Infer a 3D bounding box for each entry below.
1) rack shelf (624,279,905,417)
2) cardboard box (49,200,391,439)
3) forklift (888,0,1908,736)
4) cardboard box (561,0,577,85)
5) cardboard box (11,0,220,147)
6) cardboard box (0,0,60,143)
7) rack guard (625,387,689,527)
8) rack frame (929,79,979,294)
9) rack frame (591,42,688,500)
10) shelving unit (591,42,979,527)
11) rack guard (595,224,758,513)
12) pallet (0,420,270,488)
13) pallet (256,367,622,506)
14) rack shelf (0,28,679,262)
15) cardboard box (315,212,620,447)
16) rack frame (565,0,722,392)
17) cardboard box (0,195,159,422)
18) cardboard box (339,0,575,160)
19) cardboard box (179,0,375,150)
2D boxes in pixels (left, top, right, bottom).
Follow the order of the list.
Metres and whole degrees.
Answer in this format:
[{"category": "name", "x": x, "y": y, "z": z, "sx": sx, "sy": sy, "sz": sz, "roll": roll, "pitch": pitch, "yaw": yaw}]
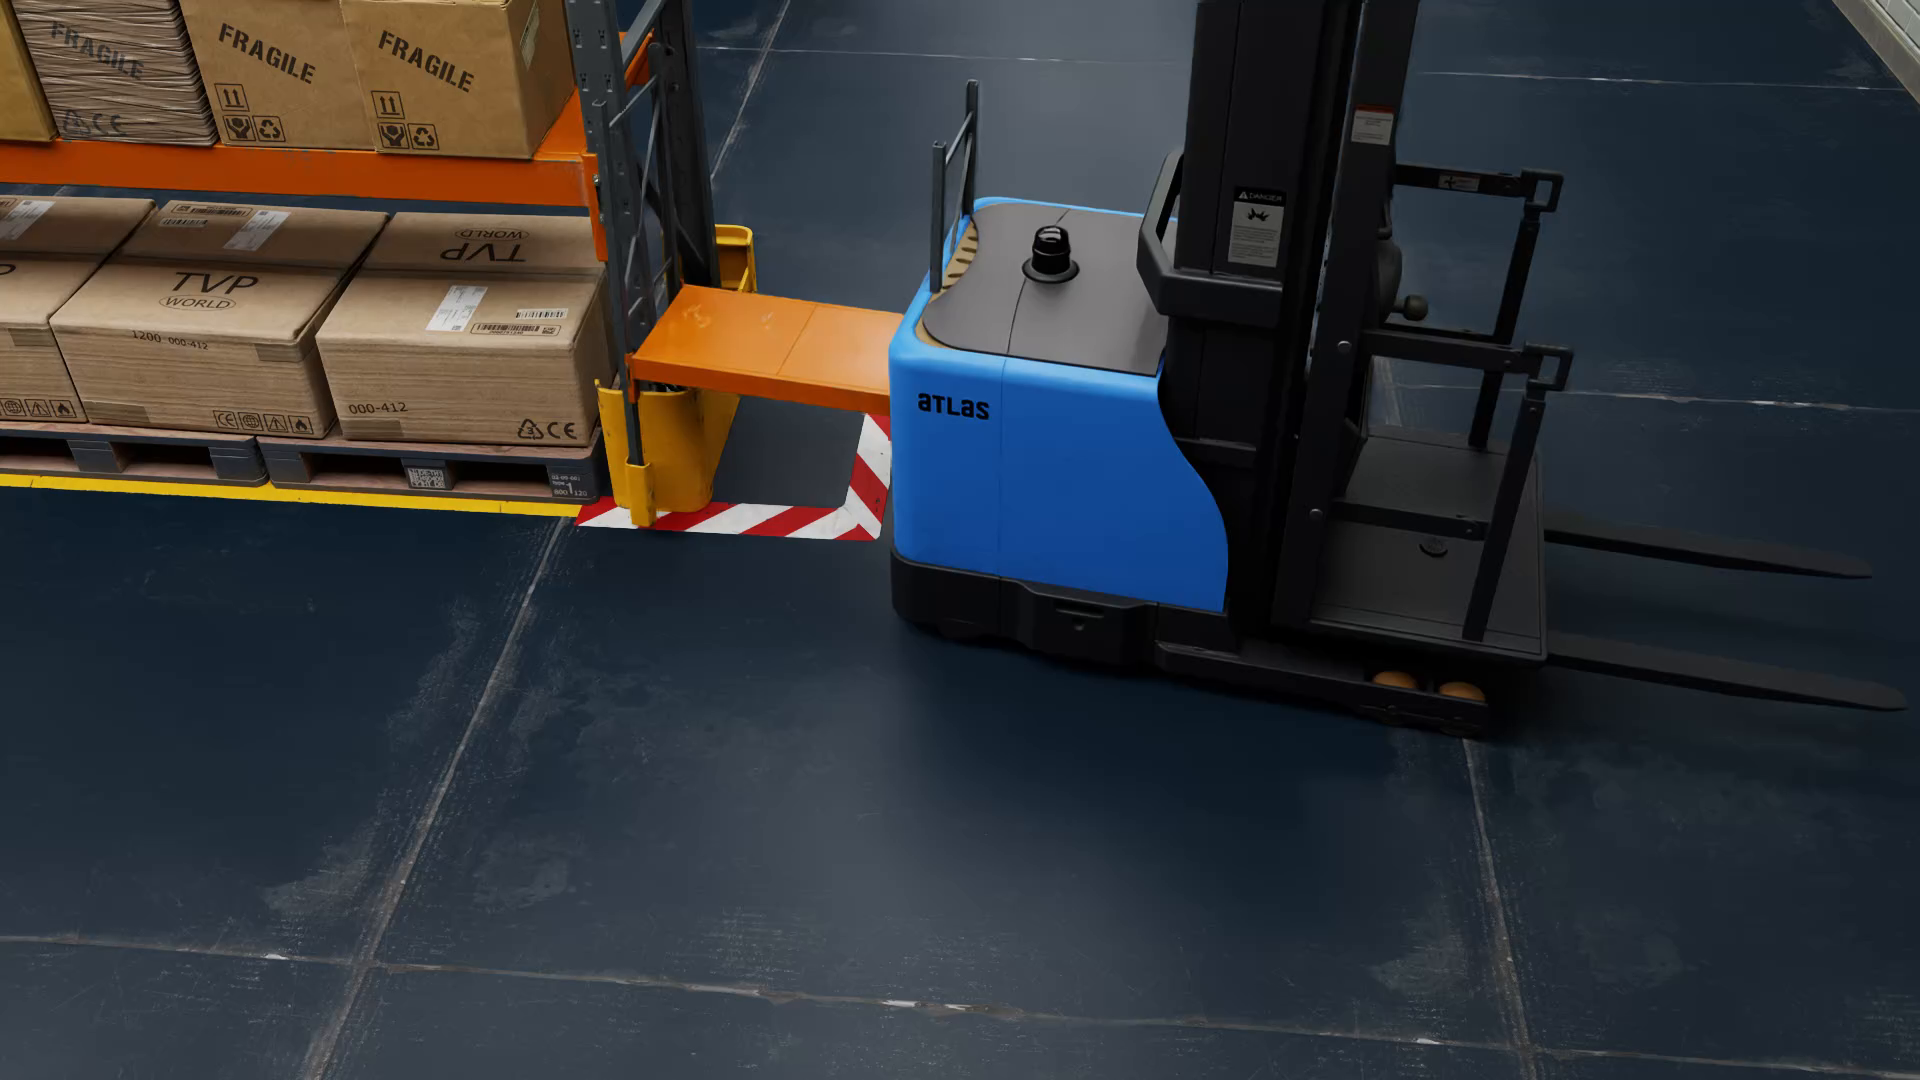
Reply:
[{"category": "rack shelf", "x": -0.537, "y": -0.597, "z": 5.513, "sx": 1.000, "sy": 0.185, "sz": 0.538, "roll": 9, "pitch": 38, "yaw": 8}, {"category": "cardboard box", "x": -2.620, "y": -0.822, "z": 6.081, "sx": 0.875, "sy": 0.438, "sz": 0.875, "roll": 4, "pitch": 39, "yaw": 5}, {"category": "forklift", "x": 1.354, "y": -0.918, "z": 4.556, "sx": 3.031, "sy": 2.935, "sz": 1.130, "roll": 9, "pitch": 40, "yaw": 11}, {"category": "cardboard box", "x": -1.495, "y": -1.881, "z": 5.605, "sx": 0.500, "sy": 0.500, "sz": 0.500, "roll": 3, "pitch": 39, "yaw": 3}, {"category": "cardboard box", "x": -2.557, "y": -1.592, "z": 5.251, "sx": 0.500, "sy": 0.500, "sz": 0.500, "roll": 4, "pitch": 39, "yaw": 5}, {"category": "cardboard box", "x": -3.072, "y": -1.612, "z": 5.276, "sx": 0.500, "sy": 0.500, "sz": 0.500, "roll": 4, "pitch": 39, "yaw": 5}, {"category": "rack guard", "x": -1.030, "y": -0.321, "z": 5.858, "sx": 0.087, "sy": 0.250, "sz": 0.587, "roll": 9, "pitch": 38, "yaw": 8}, {"category": "rack frame", "x": -0.035, "y": -0.661, "z": 5.329, "sx": 0.032, "sy": 1.500, "sz": 0.500, "roll": 9, "pitch": 38, "yaw": 8}, {"category": "rack frame", "x": -1.028, "y": -0.818, "z": 5.478, "sx": 0.032, "sy": 1.500, "sz": 0.500, "roll": 9, "pitch": 38, "yaw": 8}, {"category": "shelving unit", "x": -0.522, "y": -0.738, "z": 5.402, "sx": 1.083, "sy": 1.500, "sz": 0.587, "roll": 9, "pitch": 38, "yaw": 8}, {"category": "rack guard", "x": -1.017, "y": -0.664, "z": 6.170, "sx": 0.348, "sy": 0.500, "sz": 1.175, "roll": 3, "pitch": 39, "yaw": 4}, {"category": "pallet", "x": -3.057, "y": -0.616, "z": 6.340, "sx": 1.213, "sy": 0.211, "sz": 1.003, "roll": 3, "pitch": 39, "yaw": 4}, {"category": "pallet", "x": -1.845, "y": -0.548, "z": 6.256, "sx": 1.213, "sy": 0.211, "sz": 1.003, "roll": 3, "pitch": 39, "yaw": 4}, {"category": "rack shelf", "x": -3.034, "y": -1.465, "z": 5.744, "sx": 4.000, "sy": 0.370, "sz": 1.077, "roll": 3, "pitch": 39, "yaw": 4}, {"category": "cardboard box", "x": -1.707, "y": -0.777, "z": 6.026, "sx": 0.875, "sy": 0.438, "sz": 0.875, "roll": 2, "pitch": 39, "yaw": 2}, {"category": "rack frame", "x": -1.041, "y": -1.635, "z": 5.383, "sx": 0.127, "sy": 3.000, "sz": 1.000, "roll": 3, "pitch": 39, "yaw": 4}, {"category": "cardboard box", "x": -3.518, "y": -0.872, "z": 6.142, "sx": 0.875, "sy": 0.438, "sz": 0.875, "roll": 2, "pitch": 39, "yaw": 3}, {"category": "cardboard box", "x": -1.545, "y": -1.534, "z": 5.179, "sx": 0.500, "sy": 0.500, "sz": 0.500, "roll": 3, "pitch": 39, "yaw": 4}, {"category": "cardboard box", "x": -2.043, "y": -1.571, "z": 5.224, "sx": 0.500, "sy": 0.500, "sz": 0.500, "roll": 2, "pitch": 39, "yaw": 3}]
